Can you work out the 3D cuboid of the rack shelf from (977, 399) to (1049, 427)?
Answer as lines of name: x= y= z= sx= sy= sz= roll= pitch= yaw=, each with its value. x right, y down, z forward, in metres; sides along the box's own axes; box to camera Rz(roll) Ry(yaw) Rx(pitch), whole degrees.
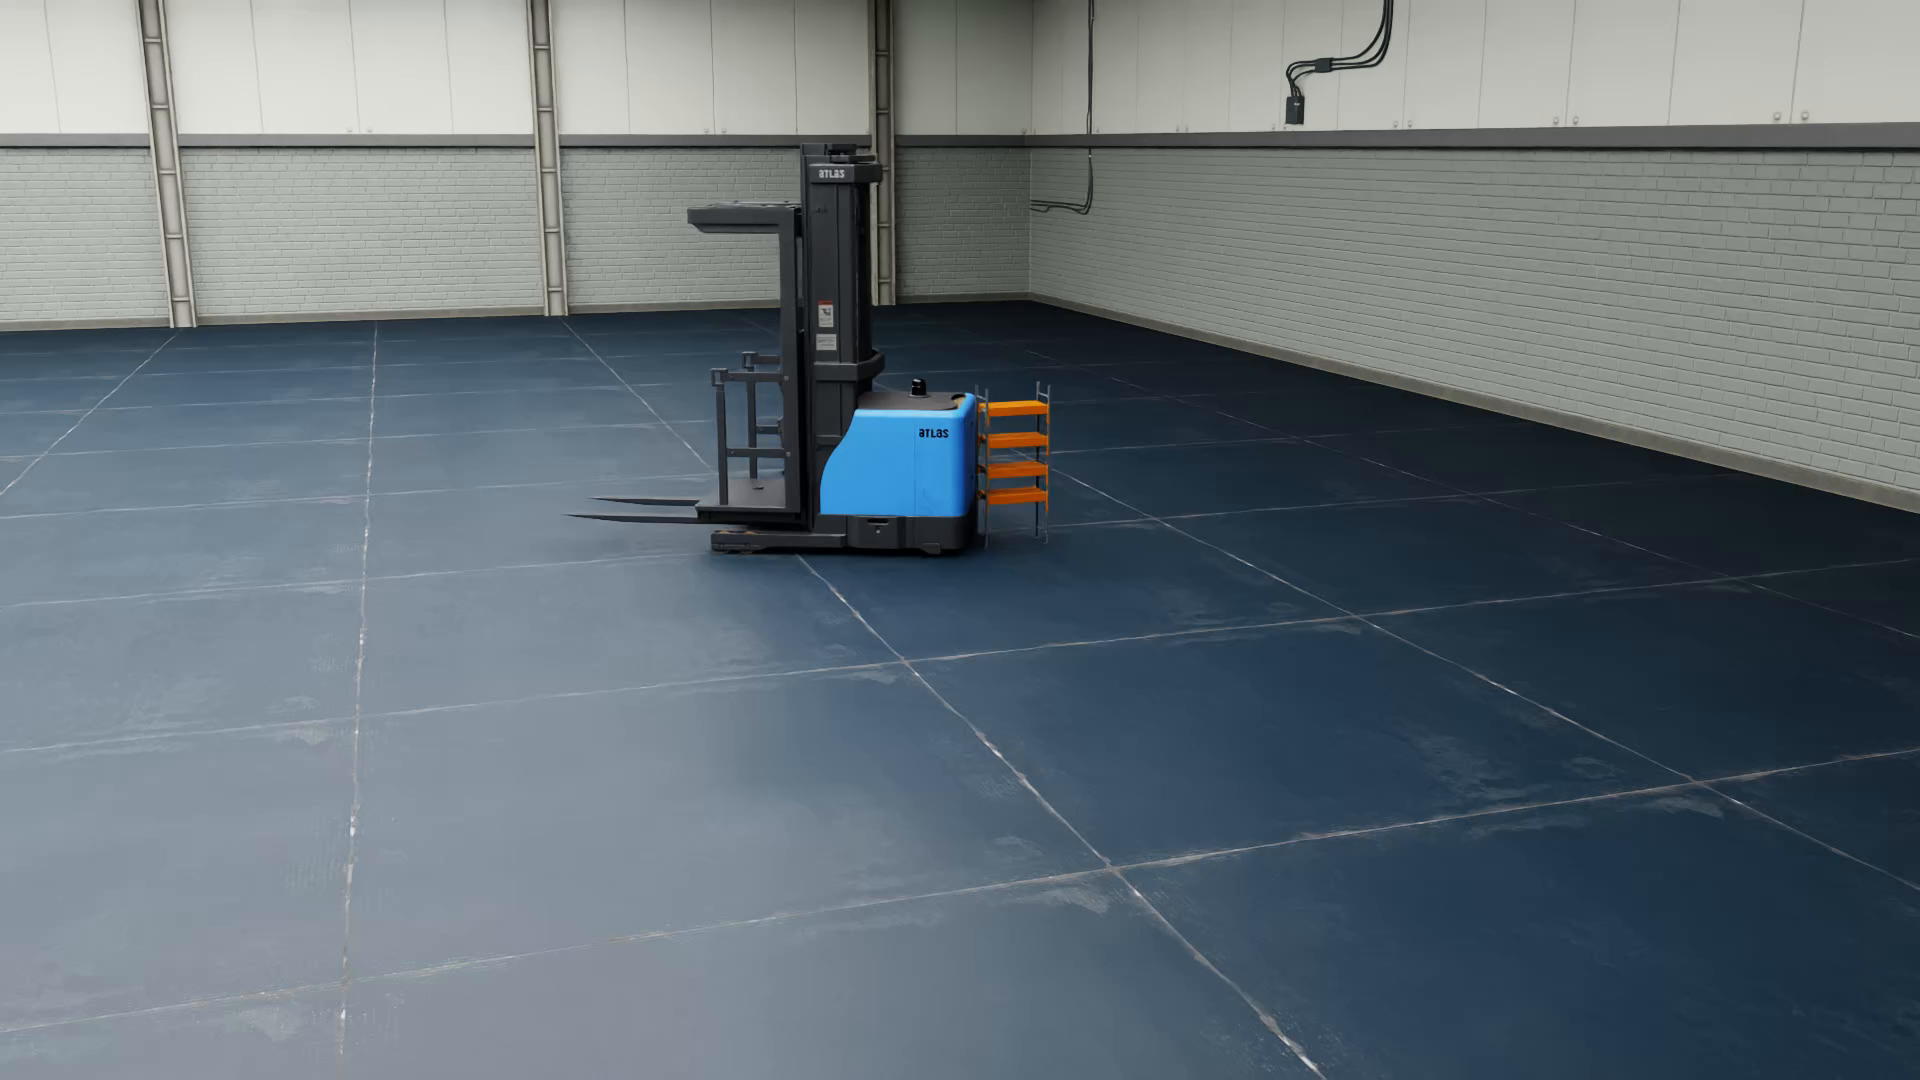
rack shelf: x=0.391 y=-0.942 z=12.311 sx=0.480 sy=0.148 sz=0.258 roll=-5 pitch=14 yaw=-18

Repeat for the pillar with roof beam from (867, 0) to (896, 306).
pillar with roof beam: x=-0.064 y=-7.845 z=26.180 sx=0.400 sy=9.000 sz=9.100 roll=-4 pitch=14 yaw=-18

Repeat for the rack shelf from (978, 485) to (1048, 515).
rack shelf: x=0.391 y=-0.301 z=12.463 sx=0.480 sy=0.148 sz=0.258 roll=-5 pitch=14 yaw=-18

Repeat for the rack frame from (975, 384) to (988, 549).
rack frame: x=0.161 y=-0.541 z=12.325 sx=0.015 sy=1.200 sz=0.240 roll=-5 pitch=14 yaw=-18

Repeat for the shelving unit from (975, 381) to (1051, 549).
shelving unit: x=0.391 y=-0.559 z=12.402 sx=0.503 sy=1.200 sz=0.258 roll=-5 pitch=14 yaw=-18

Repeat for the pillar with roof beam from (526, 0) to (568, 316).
pillar with roof beam: x=-5.751 y=-7.403 z=24.318 sx=0.400 sy=9.000 sz=9.100 roll=-4 pitch=14 yaw=-18

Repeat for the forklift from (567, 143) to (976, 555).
forklift: x=-1.413 y=-1.441 z=12.366 sx=3.031 sy=2.935 sz=1.130 roll=1 pitch=13 yaw=5

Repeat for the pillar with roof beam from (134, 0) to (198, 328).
pillar with roof beam: x=-11.437 y=-6.960 z=22.456 sx=0.400 sy=9.000 sz=9.100 roll=-4 pitch=14 yaw=-18

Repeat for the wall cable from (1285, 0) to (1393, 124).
wall cable: x=4.790 y=-8.288 z=20.692 sx=0.169 sy=6.003 sz=2.305 roll=-4 pitch=14 yaw=-18

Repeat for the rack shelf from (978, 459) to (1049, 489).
rack shelf: x=0.391 y=-0.494 z=12.417 sx=0.480 sy=0.148 sz=0.258 roll=-5 pitch=14 yaw=-18

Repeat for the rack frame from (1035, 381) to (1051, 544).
rack frame: x=0.622 y=-0.578 z=12.479 sx=0.015 sy=1.200 sz=0.240 roll=-5 pitch=14 yaw=-18

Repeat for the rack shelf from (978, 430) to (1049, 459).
rack shelf: x=0.391 y=-0.712 z=12.366 sx=0.480 sy=0.148 sz=0.258 roll=-5 pitch=14 yaw=-18

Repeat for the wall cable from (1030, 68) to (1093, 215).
wall cable: x=1.777 y=-7.206 z=30.203 sx=0.112 sy=2.526 sz=3.097 roll=-4 pitch=14 yaw=-18

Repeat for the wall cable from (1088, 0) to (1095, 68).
wall cable: x=2.640 y=-9.070 z=27.124 sx=0.112 sy=2.526 sz=3.097 roll=-4 pitch=14 yaw=-18
